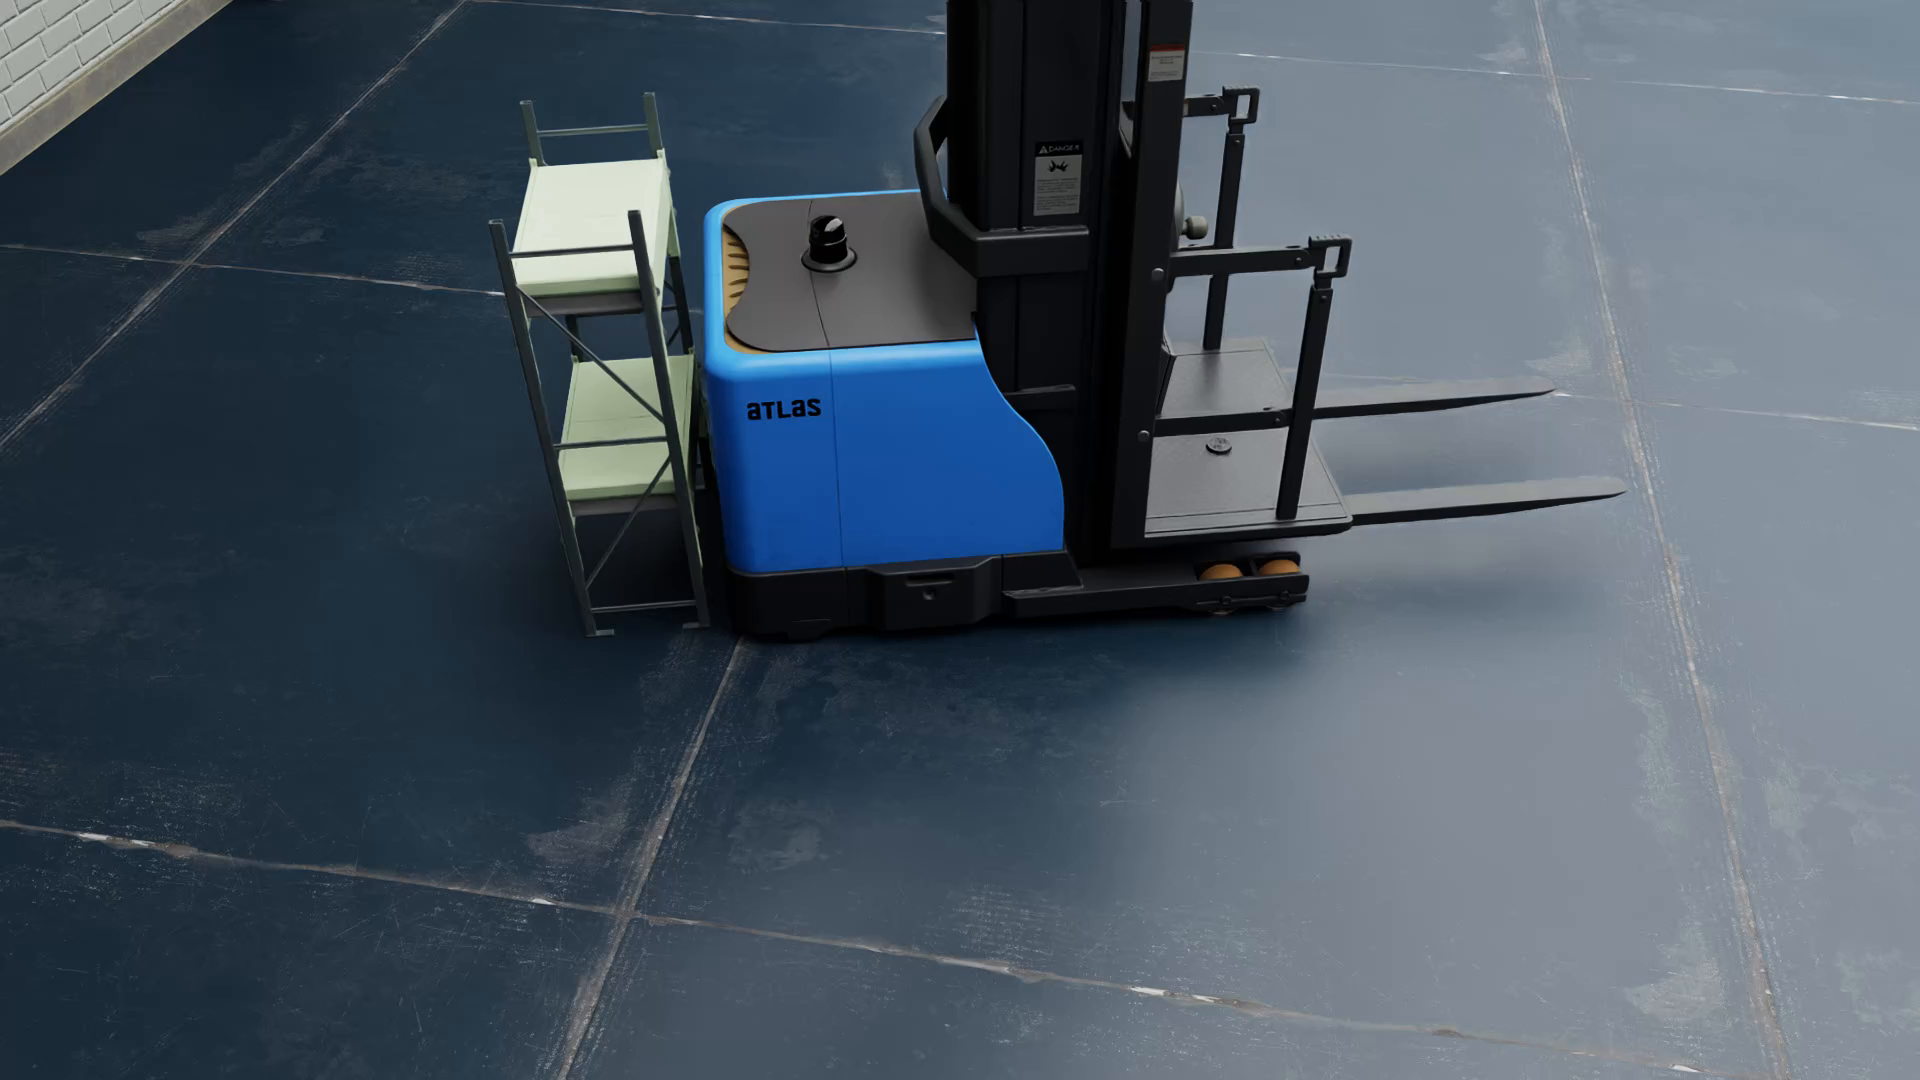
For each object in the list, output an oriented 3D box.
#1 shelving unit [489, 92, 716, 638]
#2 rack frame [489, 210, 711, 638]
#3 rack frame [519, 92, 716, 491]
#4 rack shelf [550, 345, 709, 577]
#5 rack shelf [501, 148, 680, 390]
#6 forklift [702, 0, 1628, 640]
[{"bbox_3d":[-1.064,-0.516,5.187,0.431,1.500,0.755,-5,40,-3],"label":"shelving unit"},{"bbox_3d":[-1.030,-0.284,4.906,0.400,1.500,0.023,-5,40,-3],"label":"rack frame"},{"bbox_3d":[-1.097,-0.748,5.468,0.400,1.500,0.023,-5,40,-3],"label":"rack frame"},{"bbox_3d":[-1.054,-0.265,5.395,0.431,0.370,0.720,-5,40,-3],"label":"rack shelf"},{"bbox_3d":[-1.075,-0.816,4.937,0.431,0.370,0.720,-5,40,-3],"label":"rack shelf"},{"bbox_3d":[0.710,-1.218,4.923,3.031,2.935,1.130,-4,40,-5],"label":"forklift"}]
